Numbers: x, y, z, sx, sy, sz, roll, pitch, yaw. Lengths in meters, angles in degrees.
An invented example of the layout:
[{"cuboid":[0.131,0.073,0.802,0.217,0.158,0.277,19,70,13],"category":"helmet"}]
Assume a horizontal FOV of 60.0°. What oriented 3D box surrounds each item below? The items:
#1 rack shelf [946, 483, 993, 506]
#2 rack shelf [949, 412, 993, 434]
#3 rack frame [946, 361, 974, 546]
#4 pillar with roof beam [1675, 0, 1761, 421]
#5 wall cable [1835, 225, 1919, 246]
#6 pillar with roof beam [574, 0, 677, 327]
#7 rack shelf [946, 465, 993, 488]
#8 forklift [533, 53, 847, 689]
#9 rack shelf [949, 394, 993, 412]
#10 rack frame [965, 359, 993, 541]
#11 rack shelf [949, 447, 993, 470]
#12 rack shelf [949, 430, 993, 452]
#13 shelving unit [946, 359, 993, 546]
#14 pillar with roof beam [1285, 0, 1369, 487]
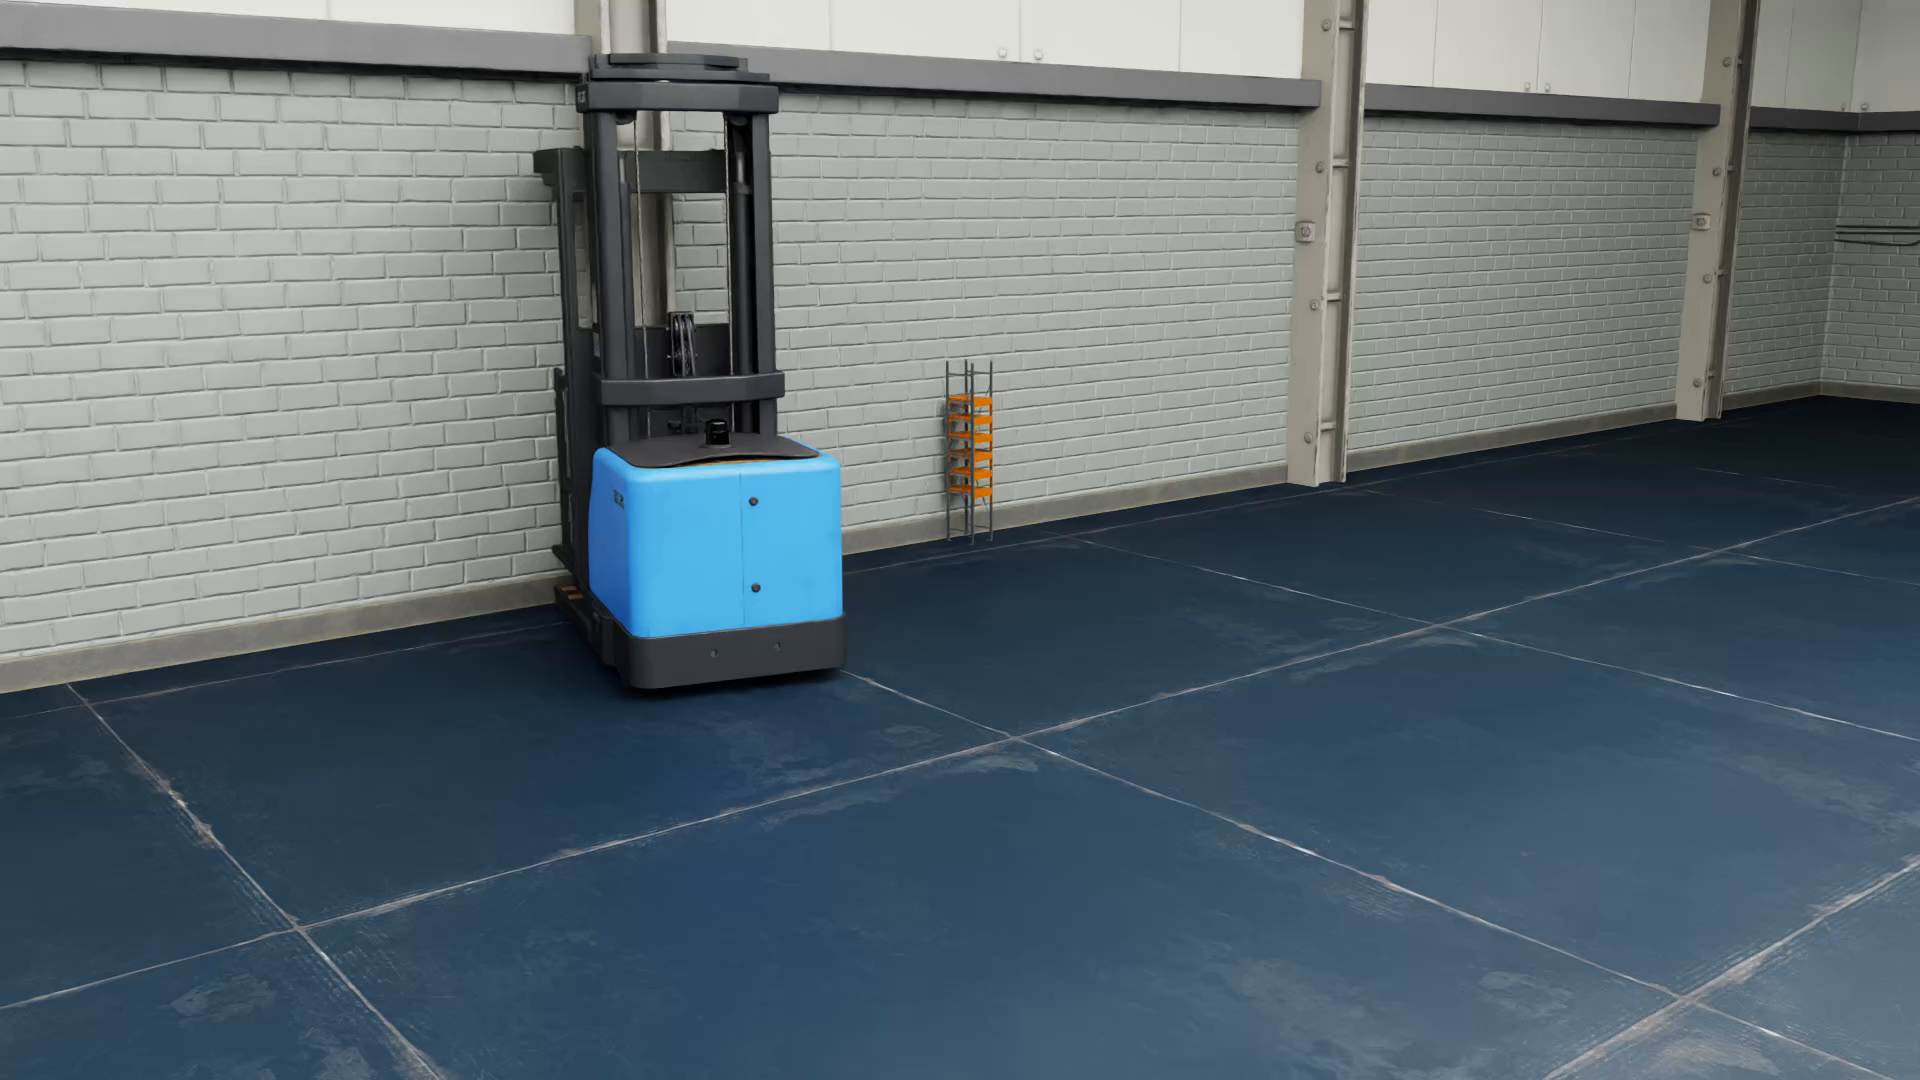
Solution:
[{"cuboid":[0.063,-0.303,11.032,0.258,0.103,0.180,10,16,41],"category":"rack shelf"},{"cuboid":[0.061,-0.772,10.933,0.258,0.103,0.180,10,16,41],"category":"rack shelf"},{"cuboid":[0.000,-0.567,10.907,0.240,1.200,0.006,10,16,41],"category":"rack frame"},{"cuboid":[10.222,-4.950,12.774,0.400,9.000,9.100,-9,15,-38],"category":"pillar with roof beam"},{"cuboid":[10.659,-4.297,17.175,0.112,2.526,3.097,-9,15,-38],"category":"wall cable"},{"cuboid":[0.852,-3.393,5.441,0.400,9.000,9.100,-9,15,-38],"category":"pillar with roof beam"},{"cuboid":[0.063,-0.420,11.008,0.258,0.103,0.180,10,16,41],"category":"rack shelf"},{"cuboid":[-1.592,-1.008,8.821,1.130,2.935,3.031,-5,13,-23],"category":"forklift"},{"cuboid":[0.061,-0.890,10.908,0.258,0.103,0.180,10,16,41],"category":"rack shelf"},{"cuboid":[0.124,-0.595,11.040,0.240,1.200,0.006,10,16,41],"category":"rack frame"},{"cuboid":[0.062,-0.538,10.983,0.258,0.103,0.180,10,16,41],"category":"rack shelf"},{"cuboid":[0.062,-0.655,10.958,0.258,0.103,0.180,10,16,41],"category":"rack shelf"},{"cuboid":[0.062,-0.581,10.973,0.258,1.200,0.189,10,16,41],"category":"shelving unit"},{"cuboid":[5.537,-4.171,9.108,0.400,9.000,9.100,-9,15,-38],"category":"pillar with roof beam"}]
